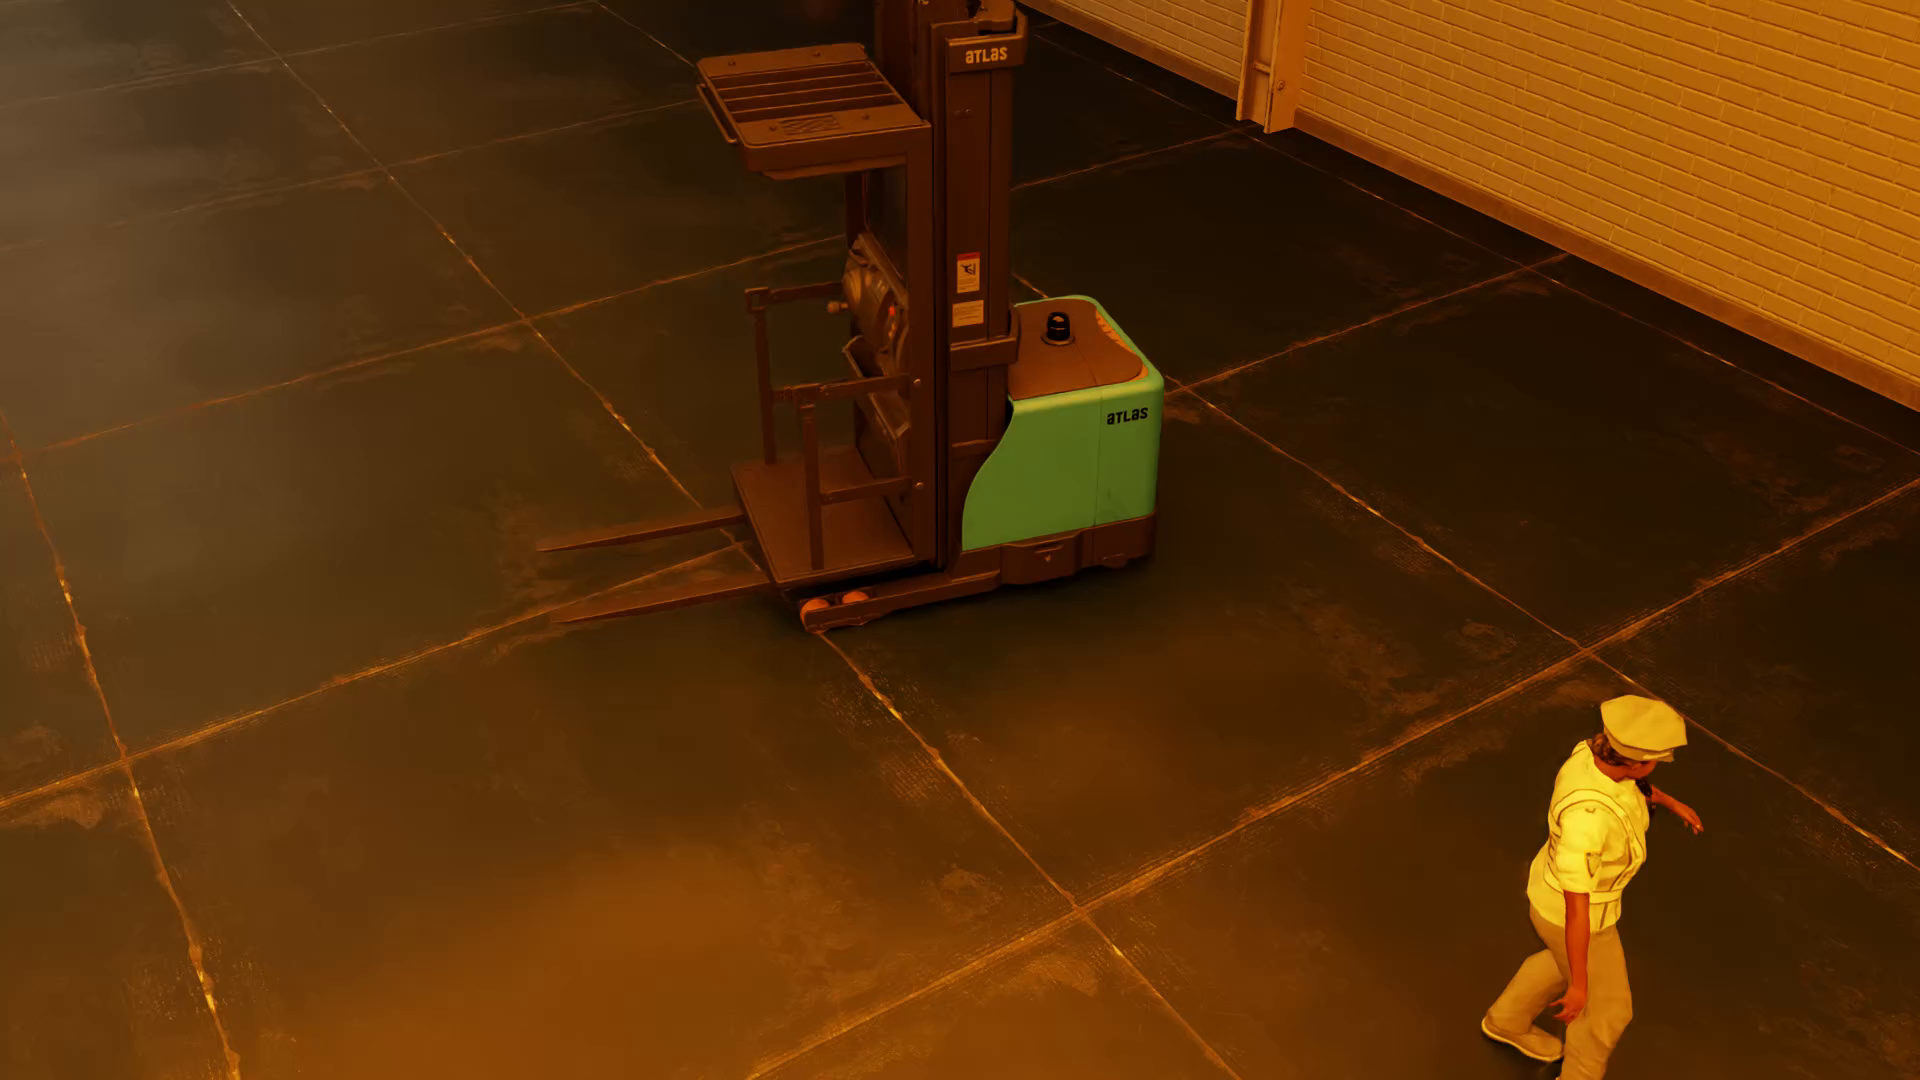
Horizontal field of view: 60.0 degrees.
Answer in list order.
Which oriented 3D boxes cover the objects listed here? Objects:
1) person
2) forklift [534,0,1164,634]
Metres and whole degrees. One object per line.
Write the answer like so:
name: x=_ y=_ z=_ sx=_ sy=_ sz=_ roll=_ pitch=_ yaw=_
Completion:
person: x=2.141 y=1.260 z=5.533 sx=0.546 sy=1.691 sz=0.899 roll=15 pitch=38 yaw=20
forklift: x=-0.579 y=-1.088 z=7.696 sx=3.031 sy=2.935 sz=1.130 roll=-11 pitch=37 yaw=-15
